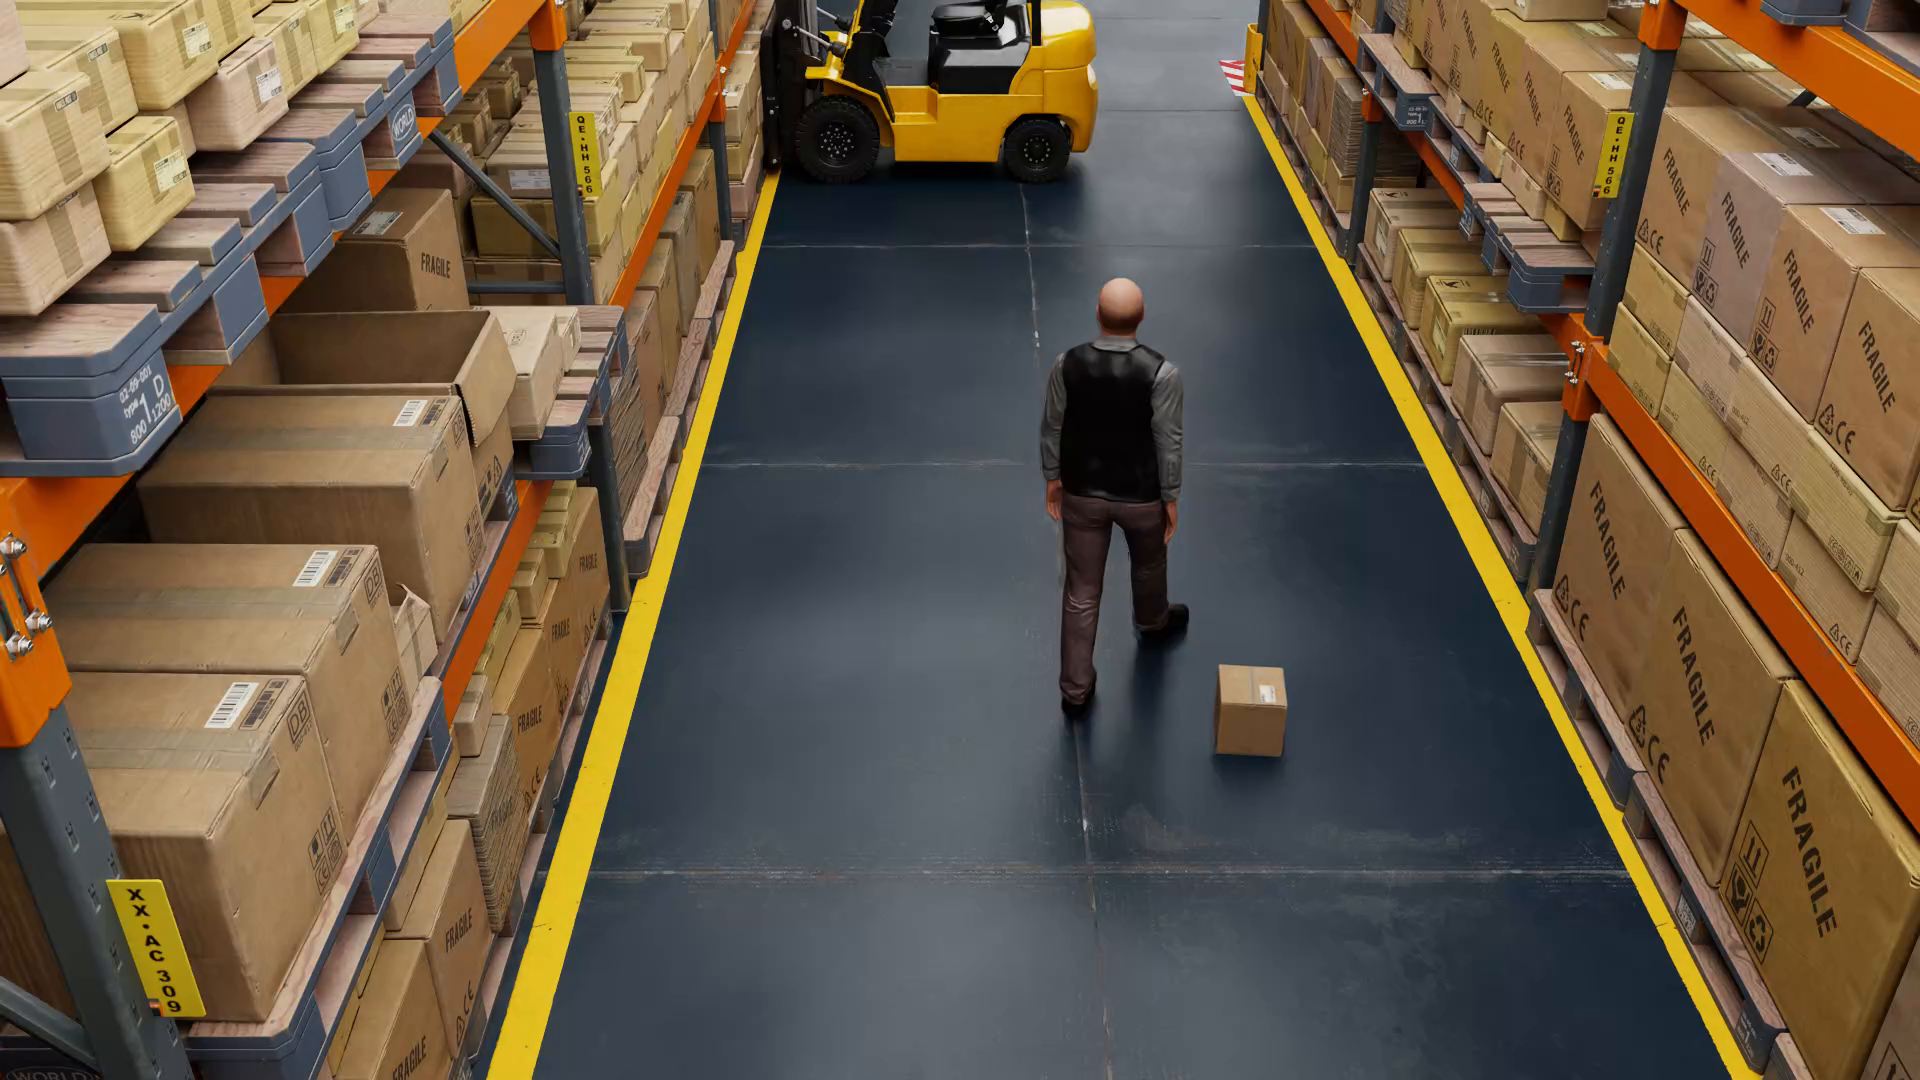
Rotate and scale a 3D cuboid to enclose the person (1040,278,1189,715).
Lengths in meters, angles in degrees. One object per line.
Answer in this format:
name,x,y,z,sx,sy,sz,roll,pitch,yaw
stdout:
person,0.605,-0.212,6.515,0.595,1.675,0.904,8,32,13
